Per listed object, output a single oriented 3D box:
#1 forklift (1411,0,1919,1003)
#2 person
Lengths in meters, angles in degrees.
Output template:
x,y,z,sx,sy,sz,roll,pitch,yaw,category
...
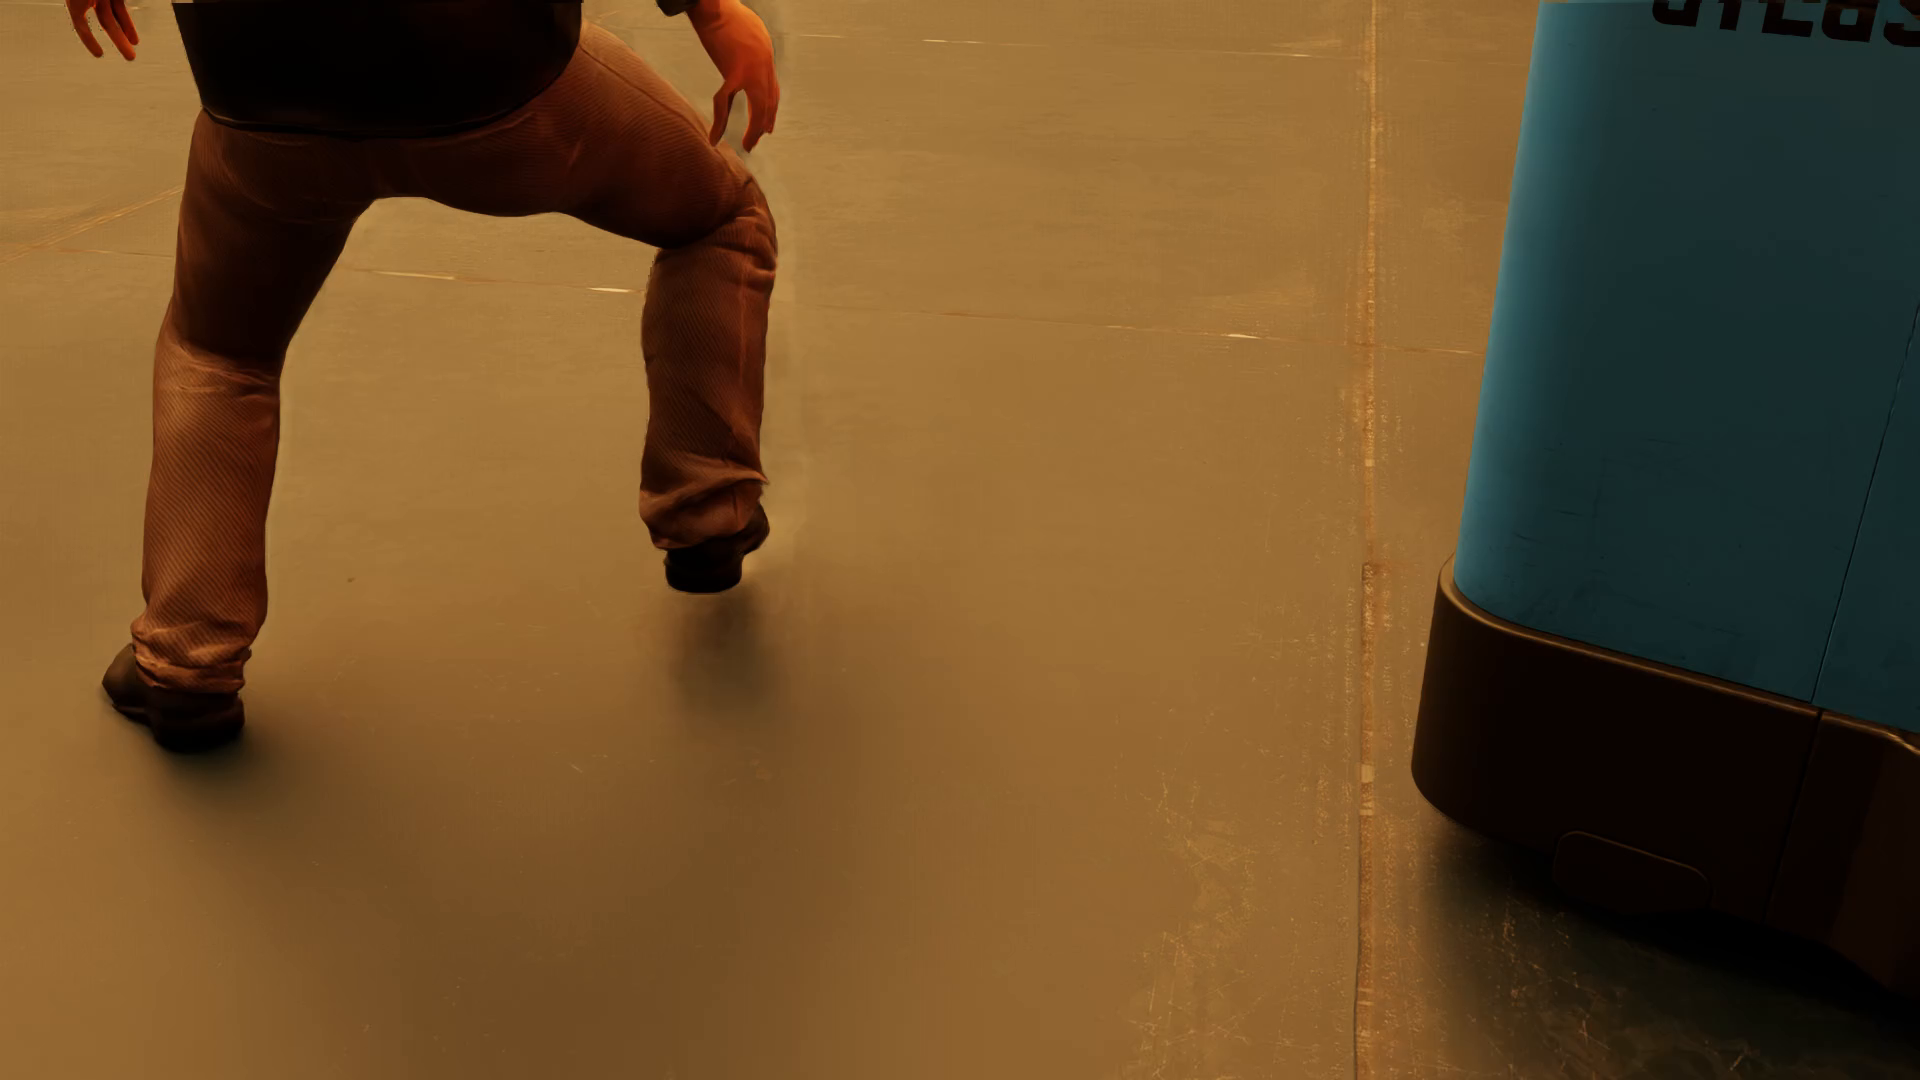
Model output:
x,y,z,sx,sy,sz,roll,pitch,yaw,category
2.012,-0.794,0.820,3.031,2.935,1.130,16,31,29,forklift
-0.681,-0.576,1.916,0.937,1.599,0.673,4,27,7,person
